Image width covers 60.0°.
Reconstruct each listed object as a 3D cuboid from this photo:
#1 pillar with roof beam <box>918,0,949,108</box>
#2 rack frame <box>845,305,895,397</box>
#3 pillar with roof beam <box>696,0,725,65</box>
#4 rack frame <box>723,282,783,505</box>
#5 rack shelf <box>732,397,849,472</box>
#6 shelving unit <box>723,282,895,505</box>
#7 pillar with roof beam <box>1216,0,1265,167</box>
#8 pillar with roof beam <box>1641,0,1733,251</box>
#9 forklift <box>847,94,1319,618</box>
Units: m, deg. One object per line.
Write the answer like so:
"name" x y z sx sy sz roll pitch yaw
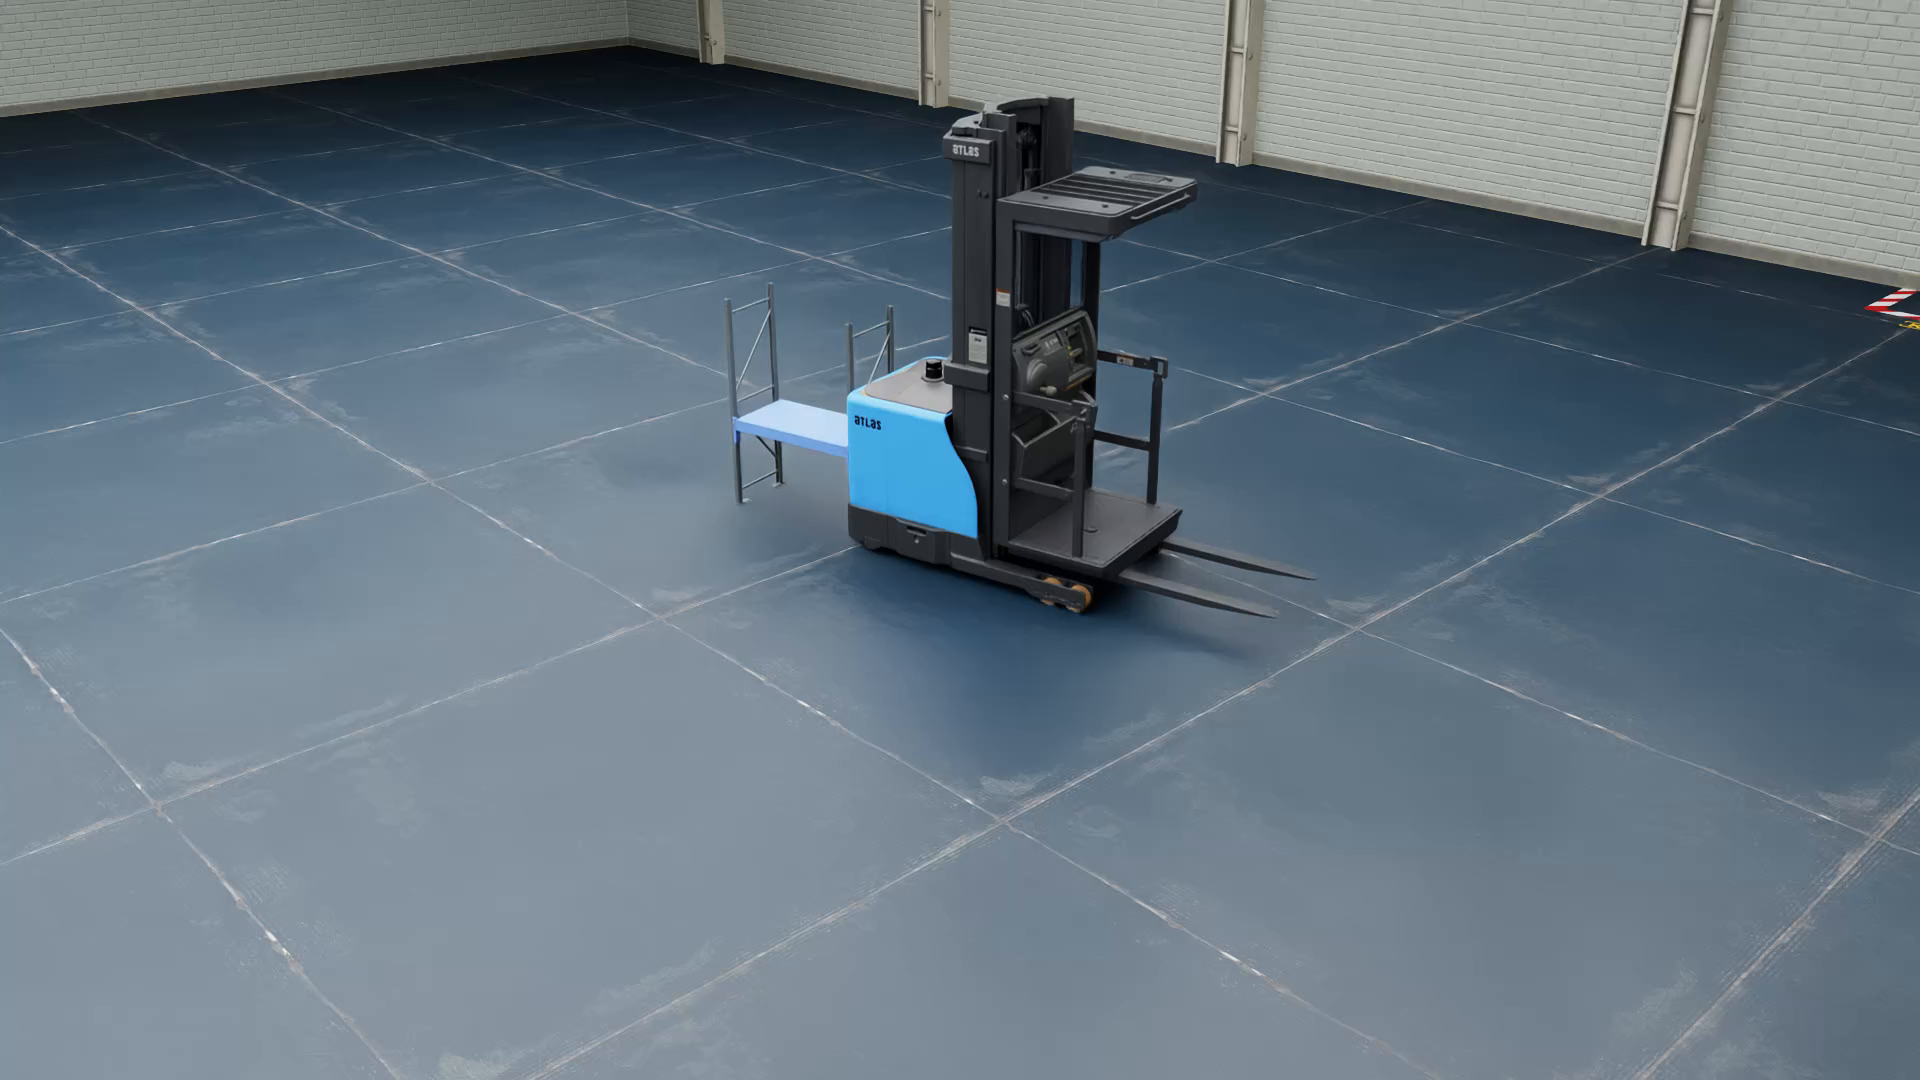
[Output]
"pillar with roof beam" -3.553 -9.766 21.816 9.100 9.000 0.400 -21 32 -38
"rack frame" -0.591 -0.788 11.171 0.032 1.500 0.500 15 29 30
"pillar with roof beam" -7.654 -11.584 25.800 9.100 9.000 0.400 -21 32 -38
"rack frame" -1.442 -1.019 11.677 0.032 1.500 0.500 15 29 30
"rack shelf" -1.016 -0.740 11.499 1.000 0.185 0.538 15 29 30
"shelving unit" -1.016 -0.904 11.424 1.048 1.500 0.538 15 29 30
"pillar with roof beam" 0.548 -7.948 17.831 9.100 9.000 0.400 -21 32 -38
"pillar with roof beam" 4.649 -6.131 13.846 9.100 9.000 0.400 -21 32 -38
"forklift" 0.764 -1.138 10.213 3.031 2.935 1.130 15 29 30
